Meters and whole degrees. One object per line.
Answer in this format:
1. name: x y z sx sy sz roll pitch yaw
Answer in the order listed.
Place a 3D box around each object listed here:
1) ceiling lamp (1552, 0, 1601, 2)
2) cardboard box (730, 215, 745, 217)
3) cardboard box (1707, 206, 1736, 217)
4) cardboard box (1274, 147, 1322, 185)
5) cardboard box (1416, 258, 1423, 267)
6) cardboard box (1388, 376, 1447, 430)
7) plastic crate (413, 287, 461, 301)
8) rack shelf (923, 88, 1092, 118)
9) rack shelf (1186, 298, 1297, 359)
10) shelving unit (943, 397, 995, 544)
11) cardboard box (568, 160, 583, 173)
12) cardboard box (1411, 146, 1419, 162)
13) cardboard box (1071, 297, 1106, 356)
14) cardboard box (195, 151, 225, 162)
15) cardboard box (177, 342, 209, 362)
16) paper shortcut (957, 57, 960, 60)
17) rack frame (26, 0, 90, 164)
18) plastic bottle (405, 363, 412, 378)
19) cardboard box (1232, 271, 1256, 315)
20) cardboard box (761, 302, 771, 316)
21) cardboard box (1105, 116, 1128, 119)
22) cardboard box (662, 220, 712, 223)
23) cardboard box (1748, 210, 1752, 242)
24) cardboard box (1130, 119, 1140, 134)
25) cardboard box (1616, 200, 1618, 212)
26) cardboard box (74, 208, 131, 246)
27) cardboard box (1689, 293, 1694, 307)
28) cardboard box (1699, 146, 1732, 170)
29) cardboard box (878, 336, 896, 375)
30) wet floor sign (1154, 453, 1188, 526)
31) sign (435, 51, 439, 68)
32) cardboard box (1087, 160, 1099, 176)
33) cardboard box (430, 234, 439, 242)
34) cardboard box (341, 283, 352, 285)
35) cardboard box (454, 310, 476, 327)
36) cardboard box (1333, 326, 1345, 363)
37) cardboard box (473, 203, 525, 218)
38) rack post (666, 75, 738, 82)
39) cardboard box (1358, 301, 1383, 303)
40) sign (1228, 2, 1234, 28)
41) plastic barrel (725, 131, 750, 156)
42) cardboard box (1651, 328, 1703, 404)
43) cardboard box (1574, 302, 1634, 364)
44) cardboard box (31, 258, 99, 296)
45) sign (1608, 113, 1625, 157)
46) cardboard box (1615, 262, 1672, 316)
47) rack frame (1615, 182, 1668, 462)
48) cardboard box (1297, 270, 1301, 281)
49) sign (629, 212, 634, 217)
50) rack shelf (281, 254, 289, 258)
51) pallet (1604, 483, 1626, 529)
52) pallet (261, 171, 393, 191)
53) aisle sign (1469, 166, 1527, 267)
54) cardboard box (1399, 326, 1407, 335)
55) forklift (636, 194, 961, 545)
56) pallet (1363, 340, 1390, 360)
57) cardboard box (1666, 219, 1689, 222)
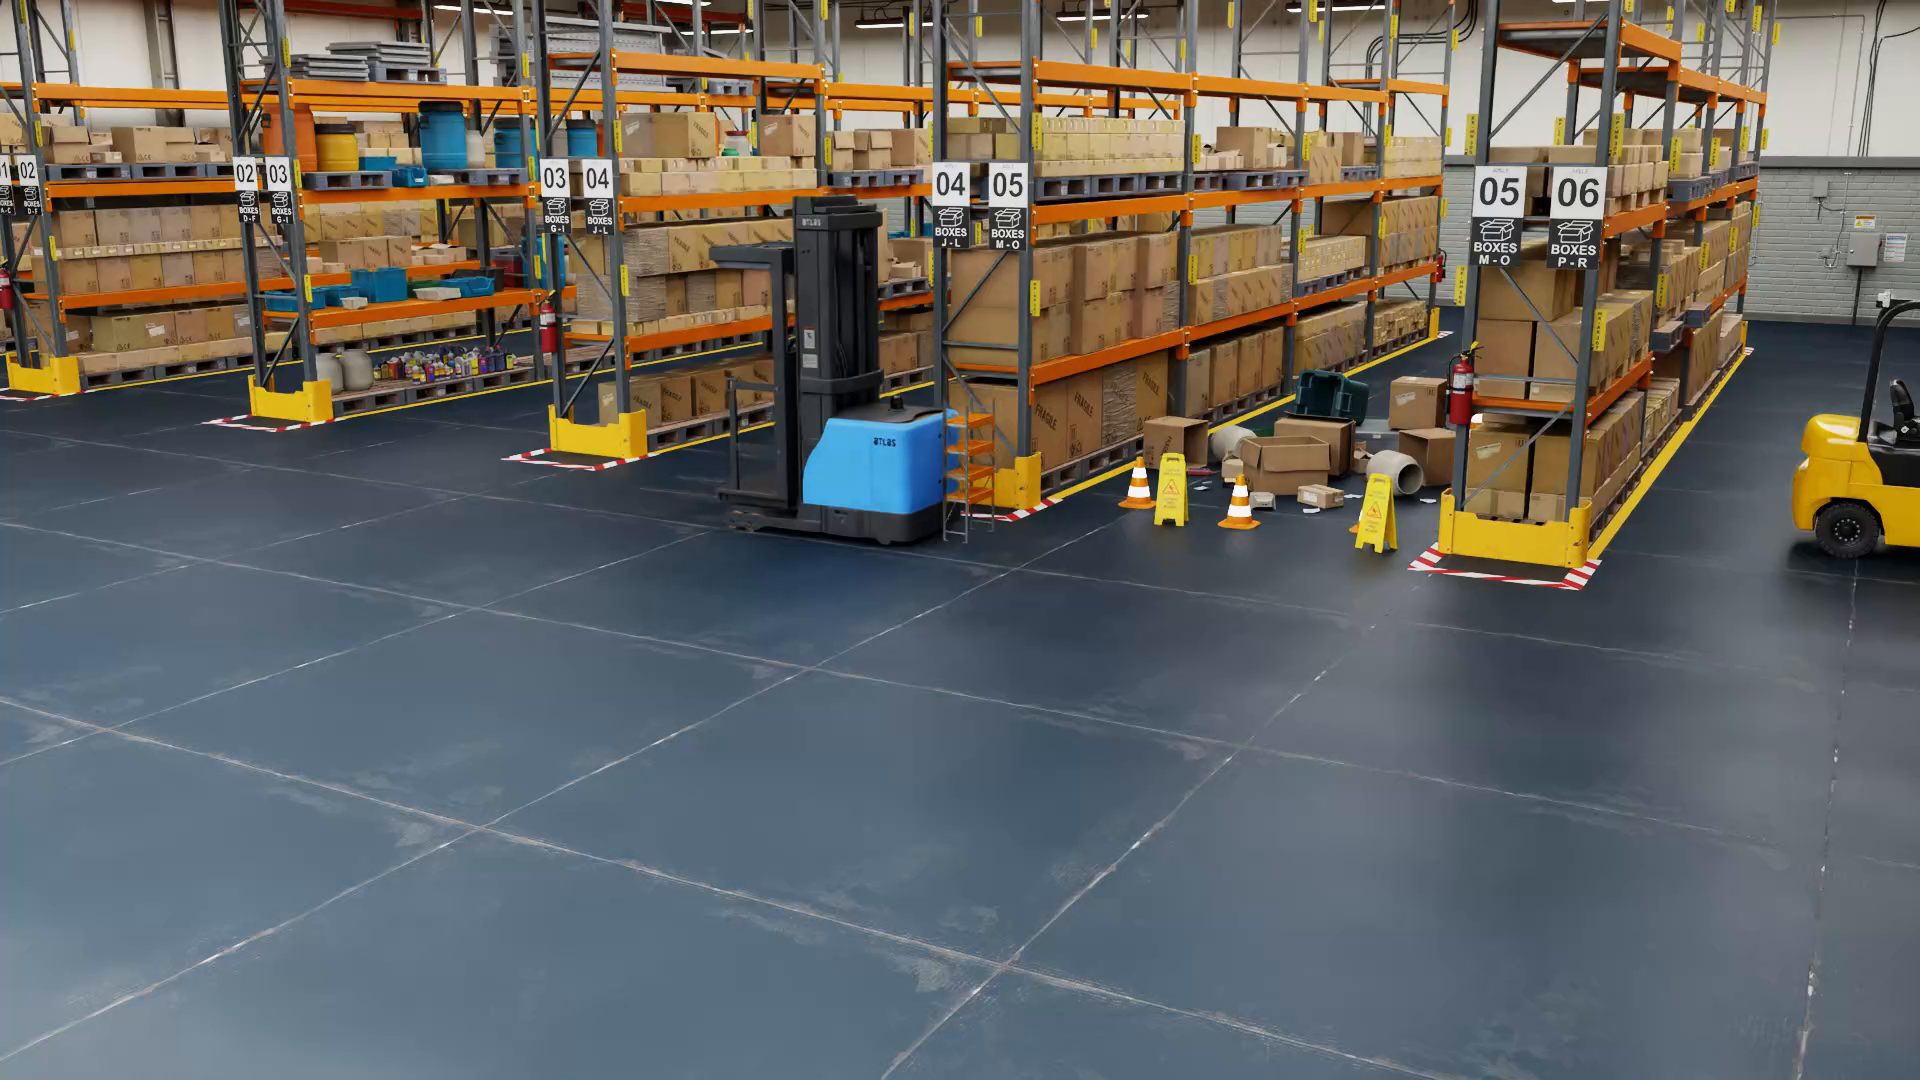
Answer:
1. ceiling lamp: 11.505 -11.169 29.206 2.000 3.185 0.800 7 15 28
2. cardboard box: -4.994 -6.761 35.965 0.500 0.500 0.500 8 16 30
3. cardboard box: 11.146 -4.810 24.353 0.380 0.149 0.250 7 15 28
4. cardboard box: 4.589 -5.082 22.600 0.500 0.500 0.500 7 15 28
5. cardboard box: 7.673 -4.753 28.387 0.380 0.149 0.250 8 16 30
6. cardboard box: 4.956 -1.476 17.973 0.500 0.500 0.500 7 15 28
7. plastic crate: -7.046 -3.321 22.473 0.530 0.136 0.437 7 15 28
8. rack shelf: 0.754 -6.853 26.149 1.077 0.370 4.000 7 15 28
9. rack shelf: 3.113 -2.728 20.984 1.077 0.370 4.000 7 15 28
10. shelving unit: 0.080 -0.617 14.534 0.258 1.200 0.503 7 15 28
11. cardboard box: -4.219 -4.101 18.213 0.380 0.149 0.250 7 15 28
12. cardboard box: 7.197 -6.322 27.212 0.500 0.250 0.500 7 15 26
13. cardboard box: 0.980 -2.217 17.009 0.875 0.550 0.550 7 15 28
14. cardboard box: -11.161 -5.703 24.731 0.380 0.149 0.250 7 15 28
15. cardboard box: -11.570 -2.812 24.770 0.500 0.250 0.500 7 15 28
16. paper shortcut: -0.034 -7.385 25.670 0.009 0.170 0.078 19 -11 25
17. rack frame: -15.155 -7.850 27.895 1.000 3.000 0.127 7 15 28
18. plastic bottle: -7.581 -2.337 22.861 0.097 0.201 0.097 0 14 0
19. cardboard box: 3.369 -3.104 20.793 0.500 0.500 0.500 8 16 29
20. cardboard box: -2.556 -2.856 20.515 0.380 0.149 0.250 7 15 28
21. cardboard box: 2.669 -7.423 29.601 0.500 0.250 0.500 7 15 26
22. cardboard box: -3.301 -3.557 19.905 0.500 0.500 0.500 7 15 28
23. cardboard box: 12.305 -4.998 26.519 0.500 0.500 0.500 8 16 30
24. cardboard box: 1.638 -4.274 17.187 0.380 0.149 0.250 7 15 27
25. cardboard box: 5.344 -2.842 14.058 0.380 0.149 0.250 7 15 28
26. cardboard box: -12.239 -4.446 23.592 0.700 0.500 0.500 7 15 27
27. cardboard box: 8.361 -2.816 19.455 0.380 0.149 0.250 7 15 28
28. cardboard box: 10.154 -5.183 22.527 0.500 0.311 0.500 7 15 28
29. cardboard box: -1.314 -2.583 23.242 0.700 0.500 0.500 6 15 23
30. wet floor sign: 1.932 -0.472 15.115 0.267 0.644 0.232 5 14 18
31. sign: -10.807 -9.925 34.340 0.100 0.325 0.005 7 15 28
32. cardboard box: 1.147 -3.677 16.411 0.380 0.149 0.250 7 15 28
33. cardboard box: -11.203 -6.361 35.013 0.380 0.149 0.250 8 15 29
34. cardboard box: -12.322 -5.229 33.512 0.750 0.750 0.750 7 15 28
35. cardboard box: -8.924 -3.926 29.388 0.500 0.250 0.500 8 16 29
36. cardboard box: 5.376 -2.907 24.631 0.500 0.500 0.500 7 15 27
37. cardboard box: -10.310 -7.130 37.068 0.980 0.700 0.700 7 15 25
38. rack post: -4.234 -7.665 27.288 0.954 0.300 0.937 7 15 28
39. cardboard box: 7.135 -4.061 28.894 0.380 0.149 0.250 7 15 28
40. sign: 3.600 -6.957 22.027 0.100 0.325 0.005 7 15 28
41. plastic barrel: -3.824 -6.741 28.509 0.433 0.535 0.433 0 14 0
42. cardboard box: 8.869 -2.252 21.110 0.875 0.875 0.875 7 15 28
43. cardboard box: 5.798 -1.882 15.093 0.500 0.500 0.500 7 15 27
44. cardboard box: -12.514 -3.696 23.249 0.700 0.500 0.500 7 15 28
45. sign: 5.070 -3.128 12.845 0.100 0.325 0.005 7 15 28
46. cardboard box: 7.006 -2.588 17.126 0.500 0.500 0.500 8 16 29
47. rack frame: 6.528 -2.127 16.958 1.000 3.000 0.127 7 15 28
48. cardboard box: 4.473 -3.639 22.868 0.380 0.149 0.250 7 15 27
49. sign: -6.462 -6.515 32.688 0.100 0.325 0.005 7 15 28
50. rack shelf: -14.188 -4.994 30.385 1.077 0.370 4.000 7 15 28
51. pallet: 5.646 -0.379 15.654 1.003 0.211 1.213 7 15 28
52. pallet: -7.931 -4.516 20.867 1.003 0.211 1.213 7 15 28
53. aisle sign: 4.311 -2.591 13.332 0.394 0.787 0.004 7 15 28
54. cardboard box: 7.311 -3.542 28.012 0.380 0.149 0.250 8 16 29
55. forklift: -1.543 -1.602 14.923 3.031 2.935 1.130 7 15 26
56. pallet: 6.307 -3.095 26.921 1.003 0.211 1.213 7 15 28
57. cardboard box: 9.931 -4.246 23.397 0.500 0.500 0.500 8 15 29
